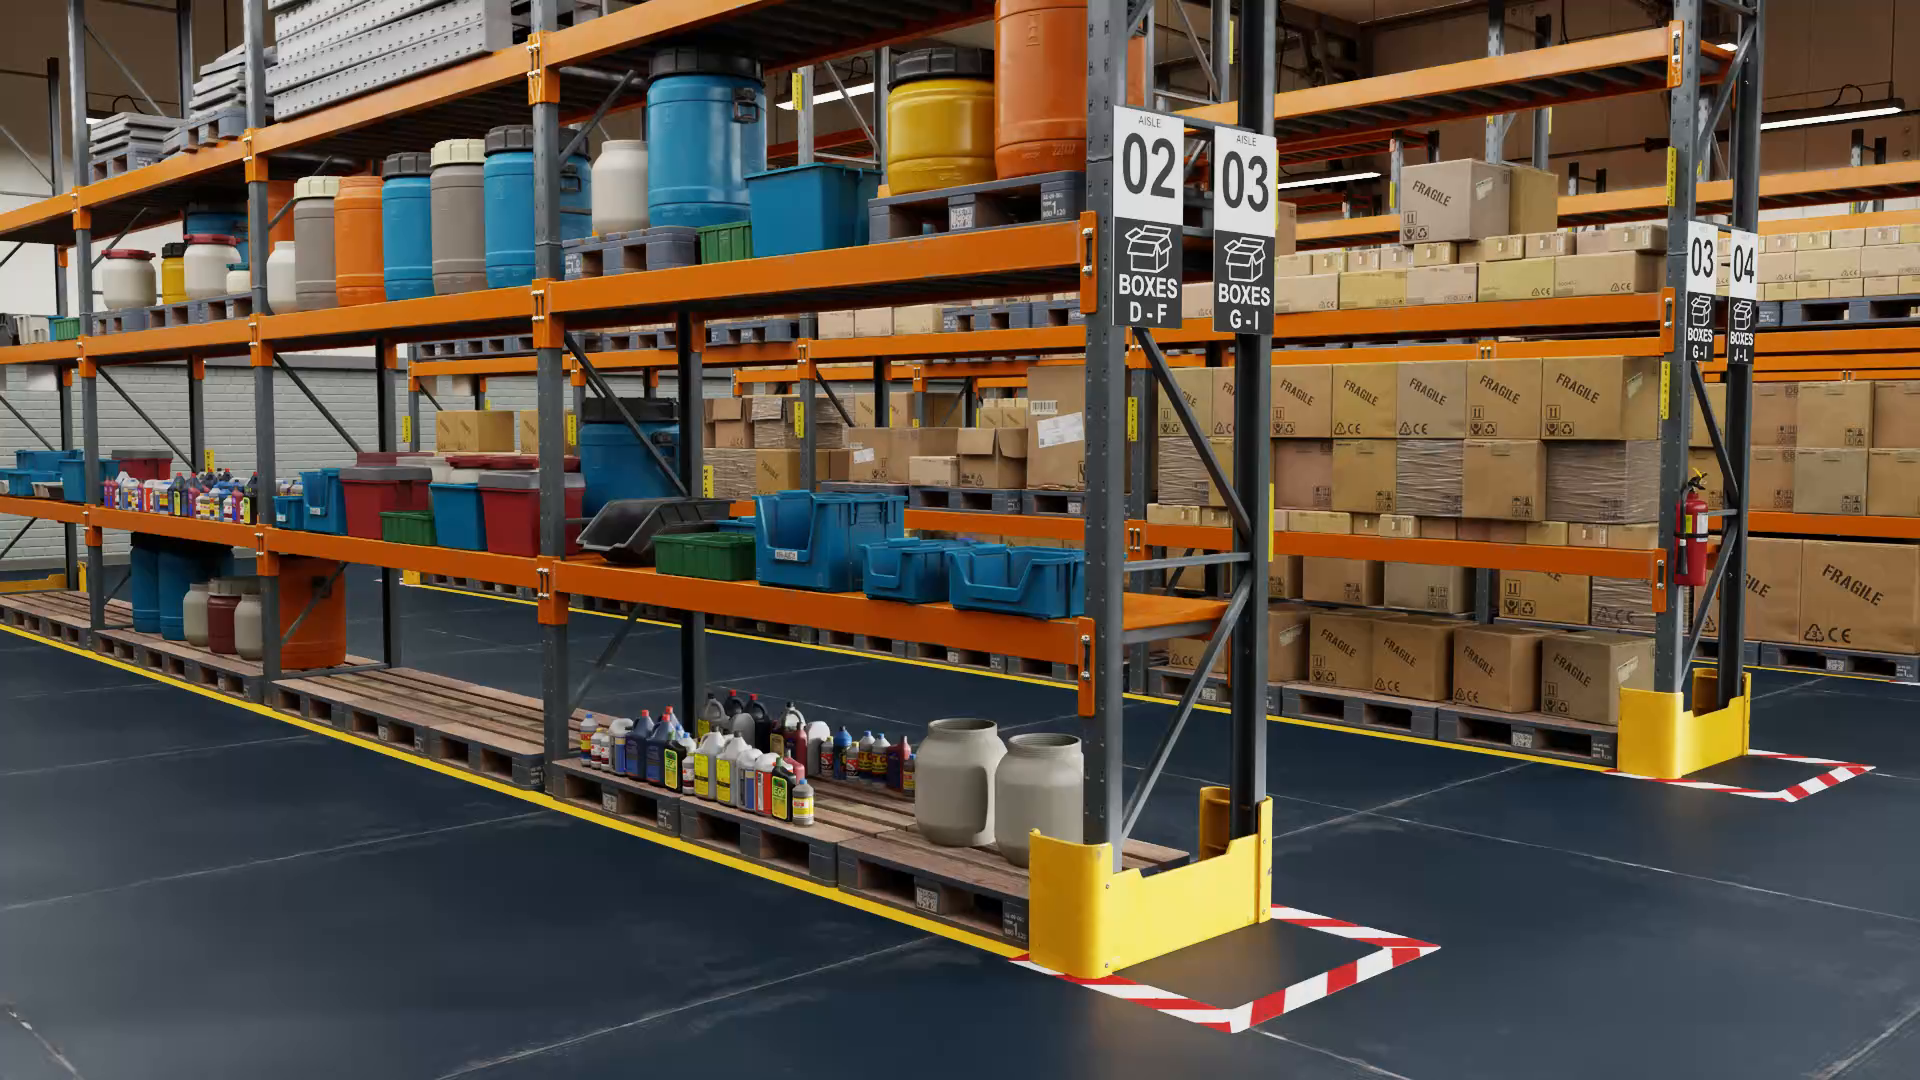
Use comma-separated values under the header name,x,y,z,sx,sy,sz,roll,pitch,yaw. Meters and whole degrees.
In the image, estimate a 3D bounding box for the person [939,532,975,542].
name,x,y,z,sx,sy,sz,roll,pitch,yaw
person,0.050,0.362,17.507,0.799,0.932,0.475,-4,6,-44
